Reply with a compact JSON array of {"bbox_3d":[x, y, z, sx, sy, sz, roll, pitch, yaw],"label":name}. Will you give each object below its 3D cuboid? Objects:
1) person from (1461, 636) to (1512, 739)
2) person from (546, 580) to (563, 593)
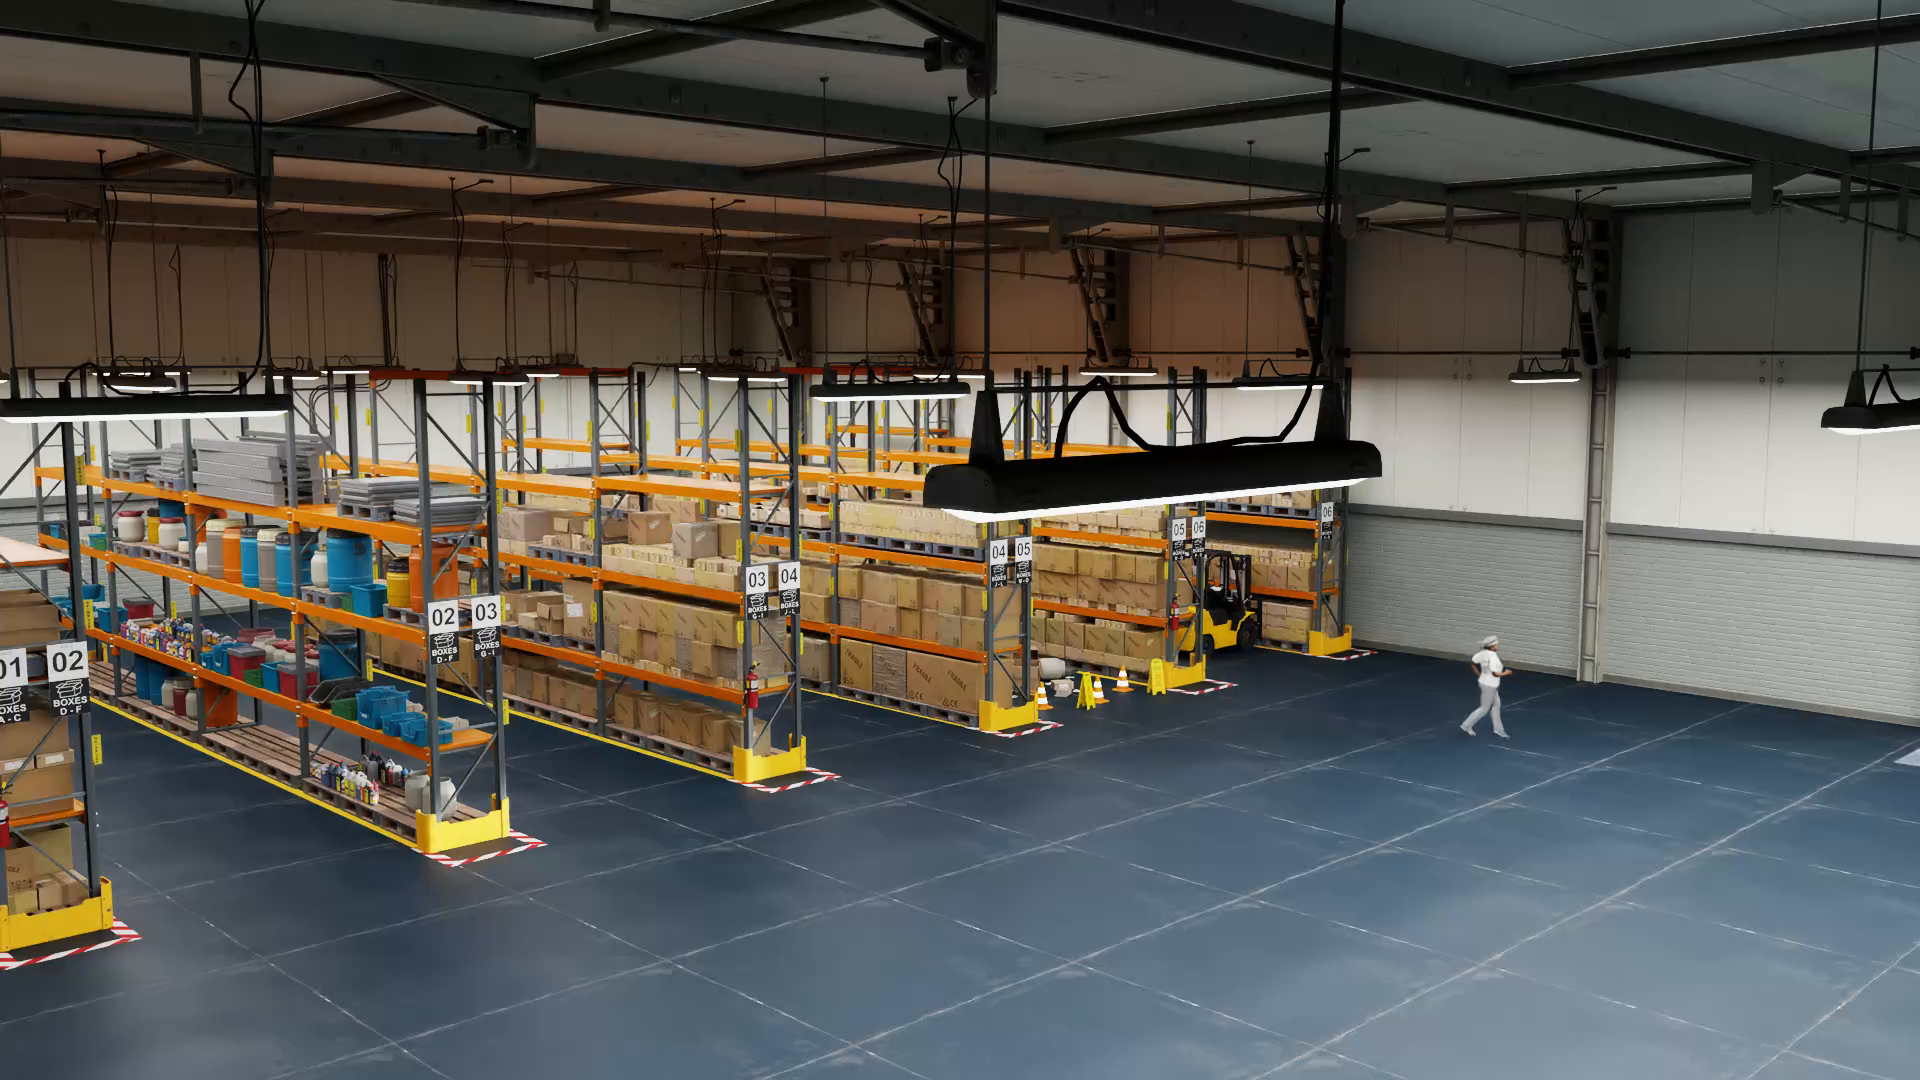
[{"bbox_3d":[8.625,2.420,27.202,0.862,1.739,0.570,0,6,-1],"label":"person"},{"bbox_3d":[-10.123,0.828,41.281,0.764,1.701,0.764,2,7,20],"label":"person"}]
